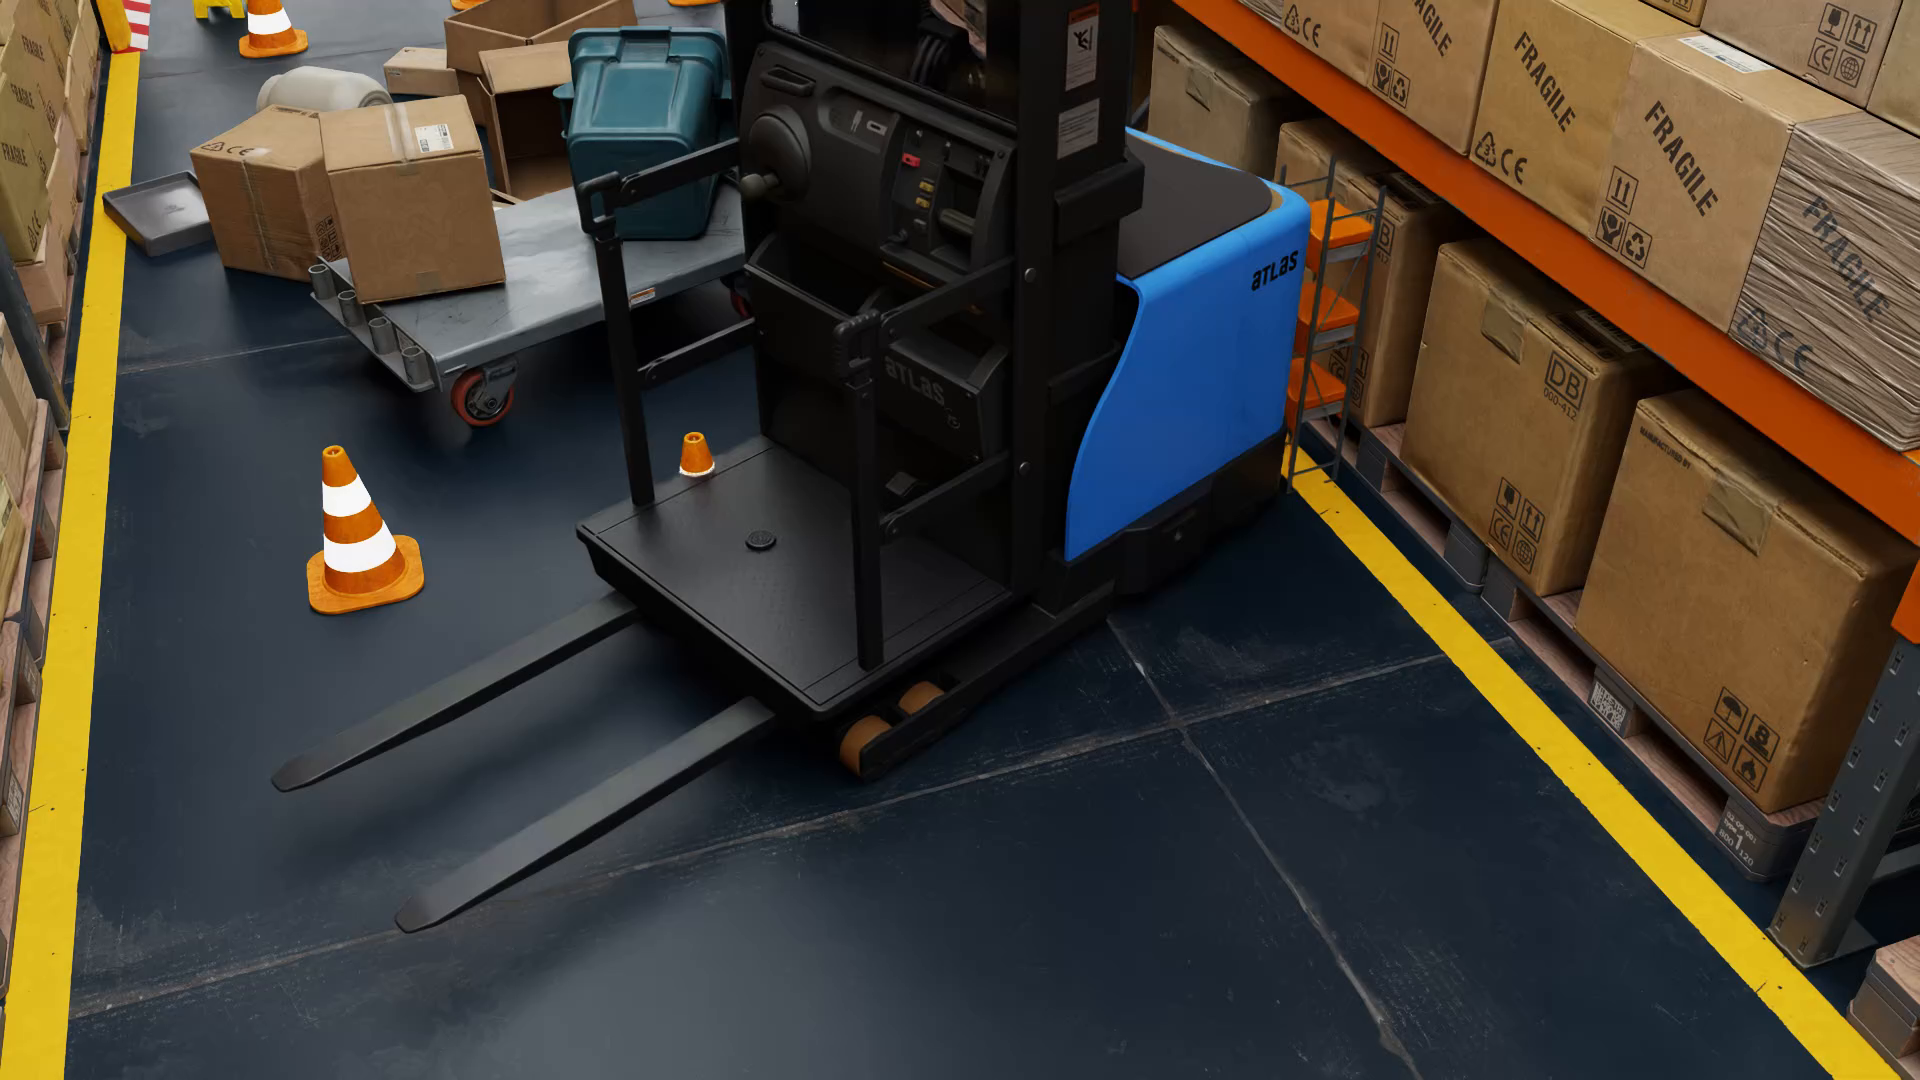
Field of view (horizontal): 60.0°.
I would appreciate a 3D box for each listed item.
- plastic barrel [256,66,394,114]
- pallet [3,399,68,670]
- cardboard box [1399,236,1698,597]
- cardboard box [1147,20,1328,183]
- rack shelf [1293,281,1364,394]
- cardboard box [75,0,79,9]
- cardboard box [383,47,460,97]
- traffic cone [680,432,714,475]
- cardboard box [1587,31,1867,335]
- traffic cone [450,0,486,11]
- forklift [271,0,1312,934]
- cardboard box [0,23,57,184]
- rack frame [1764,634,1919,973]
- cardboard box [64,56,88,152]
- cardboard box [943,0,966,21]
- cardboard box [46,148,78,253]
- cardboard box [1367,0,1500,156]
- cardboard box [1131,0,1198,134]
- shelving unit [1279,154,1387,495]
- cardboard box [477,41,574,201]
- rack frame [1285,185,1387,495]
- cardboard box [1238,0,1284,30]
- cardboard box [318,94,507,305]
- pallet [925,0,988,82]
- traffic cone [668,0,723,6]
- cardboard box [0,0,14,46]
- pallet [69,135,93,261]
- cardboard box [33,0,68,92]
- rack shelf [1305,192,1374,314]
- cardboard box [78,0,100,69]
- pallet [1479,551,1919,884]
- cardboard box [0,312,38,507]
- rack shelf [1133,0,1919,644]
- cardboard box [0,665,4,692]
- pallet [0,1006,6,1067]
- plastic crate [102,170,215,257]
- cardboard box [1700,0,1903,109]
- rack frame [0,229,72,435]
[{"bbox_3d":[-2.809,-1.877,7.390,0.512,0.421,0.421,12,39,16],"label":"plastic barrel"},{"bbox_3d":[-3.296,0.053,5.004,1.003,0.211,1.213,-12,39,-16],"label":"pallet"},{"bbox_3d":[1.995,-0.447,4.871,1.050,0.750,0.750,-12,39,-15],"label":"cardboard box"},{"bbox_3d":[1.346,-1.519,6.294,1.050,0.750,0.750,-13,39,-16],"label":"cardboard box"},{"bbox_3d":[1.106,-0.653,5.260,0.215,0.259,0.240,-16,40,-21],"label":"rack shelf"},{"bbox_3d":[-4.421,-2.730,7.694,0.500,0.500,0.500,-12,39,-16],"label":"cardboard box"},{"bbox_3d":[-2.594,-2.299,8.178,0.380,0.149,0.250,6,37,8],"label":"cardboard box"},{"bbox_3d":[-0.785,-0.119,5.024,0.336,0.463,0.334,-12,39,-16],"label":"traffic cone"},{"bbox_3d":[1.847,-0.843,3.793,0.500,0.500,0.500,-12,39,-16],"label":"cardboard box"},{"bbox_3d":[-2.657,-3.192,9.103,0.336,0.463,0.334,-12,39,-16],"label":"traffic cone"},{"bbox_3d":[-0.379,-0.891,3.997,3.031,2.935,1.130,-30,46,-34],"label":"forklift"},{"bbox_3d":[-3.710,-1.558,6.138,0.500,0.500,0.500,-11,38,-14],"label":"cardboard box"},{"bbox_3d":[2.424,-0.322,3.185,1.000,3.000,0.127,-12,39,-16],"label":"rack frame"},{"bbox_3d":[-4.055,-1.839,7.135,0.500,0.250,0.500,-14,39,-18],"label":"cardboard box"},{"bbox_3d":[0.272,-3.294,8.548,0.875,0.875,0.875,-13,39,-17],"label":"cardboard box"},{"bbox_3d":[-3.709,-1.258,6.363,0.500,0.250,0.500,-10,38,-13],"label":"cardboard box"},{"bbox_3d":[1.495,-1.414,4.551,0.500,0.500,0.500,-12,39,-15],"label":"cardboard box"},{"bbox_3d":[0.897,-2.271,7.188,0.875,0.875,0.875,-12,39,-15],"label":"cardboard box"},{"bbox_3d":[1.106,-0.661,5.254,0.215,1.050,0.252,-16,40,-21],"label":"shelving unit"},{"bbox_3d":[-1.630,-1.822,7.138,0.797,0.637,0.503,-12,39,-16],"label":"cardboard box"},{"bbox_3d":[1.160,-0.596,5.166,0.200,1.050,0.008,-16,40,-21],"label":"rack frame"},{"bbox_3d":[1.151,-1.984,5.308,0.500,0.500,0.500,-12,39,-16],"label":"cardboard box"},{"bbox_3d":[-1.904,-1.189,5.784,0.500,0.500,0.500,-12,39,-16],"label":"cardboard box"},{"bbox_3d":[0.436,-2.604,8.532,1.003,0.211,1.213,-12,39,-16],"label":"pallet"},{"bbox_3d":[-1.479,-3.234,9.159,0.336,0.463,0.334,-12,39,-16],"label":"traffic cone"},{"bbox_3d":[-3.680,-1.890,6.040,0.380,0.149,0.250,-11,38,-14],"label":"cardboard box"},{"bbox_3d":[-4.253,-1.448,6.998,1.003,0.211,1.213,-12,39,-16],"label":"pallet"},{"bbox_3d":[-4.071,-2.149,6.923,0.500,0.500,0.500,-13,39,-17],"label":"cardboard box"},{"bbox_3d":[1.108,-0.880,5.090,0.215,0.259,0.240,-16,40,-21],"label":"rack shelf"},{"bbox_3d":[-4.402,-2.414,7.899,0.500,0.250,0.500,-13,39,-16],"label":"cardboard box"},{"bbox_3d":[2.224,0.331,4.636,1.003,0.211,1.213,-12,39,-16],"label":"pallet"},{"bbox_3d":[-3.382,-0.322,5.020,0.950,0.372,0.625,-12,39,-15],"label":"cardboard box"},{"bbox_3d":[1.736,-1.165,4.901,1.077,0.370,4.000,-12,39,-16],"label":"rack shelf"},{"bbox_3d":[-2.891,0.476,3.960,0.950,0.372,0.625,-11,38,-14],"label":"cardboard box"},{"bbox_3d":[-2.456,1.432,3.174,1.003,0.211,1.213,-12,39,-16],"label":"pallet"},{"bbox_3d":[-3.335,-1.390,7.029,0.402,0.080,0.583,-27,45,-31],"label":"plastic crate"},{"bbox_3d":[2.104,-1.303,3.572,0.700,0.500,0.500,-13,39,-17],"label":"cardboard box"},{"bbox_3d":[-3.565,-1.500,4.748,1.000,3.000,0.127,-12,39,-16],"label":"rack frame"}]
